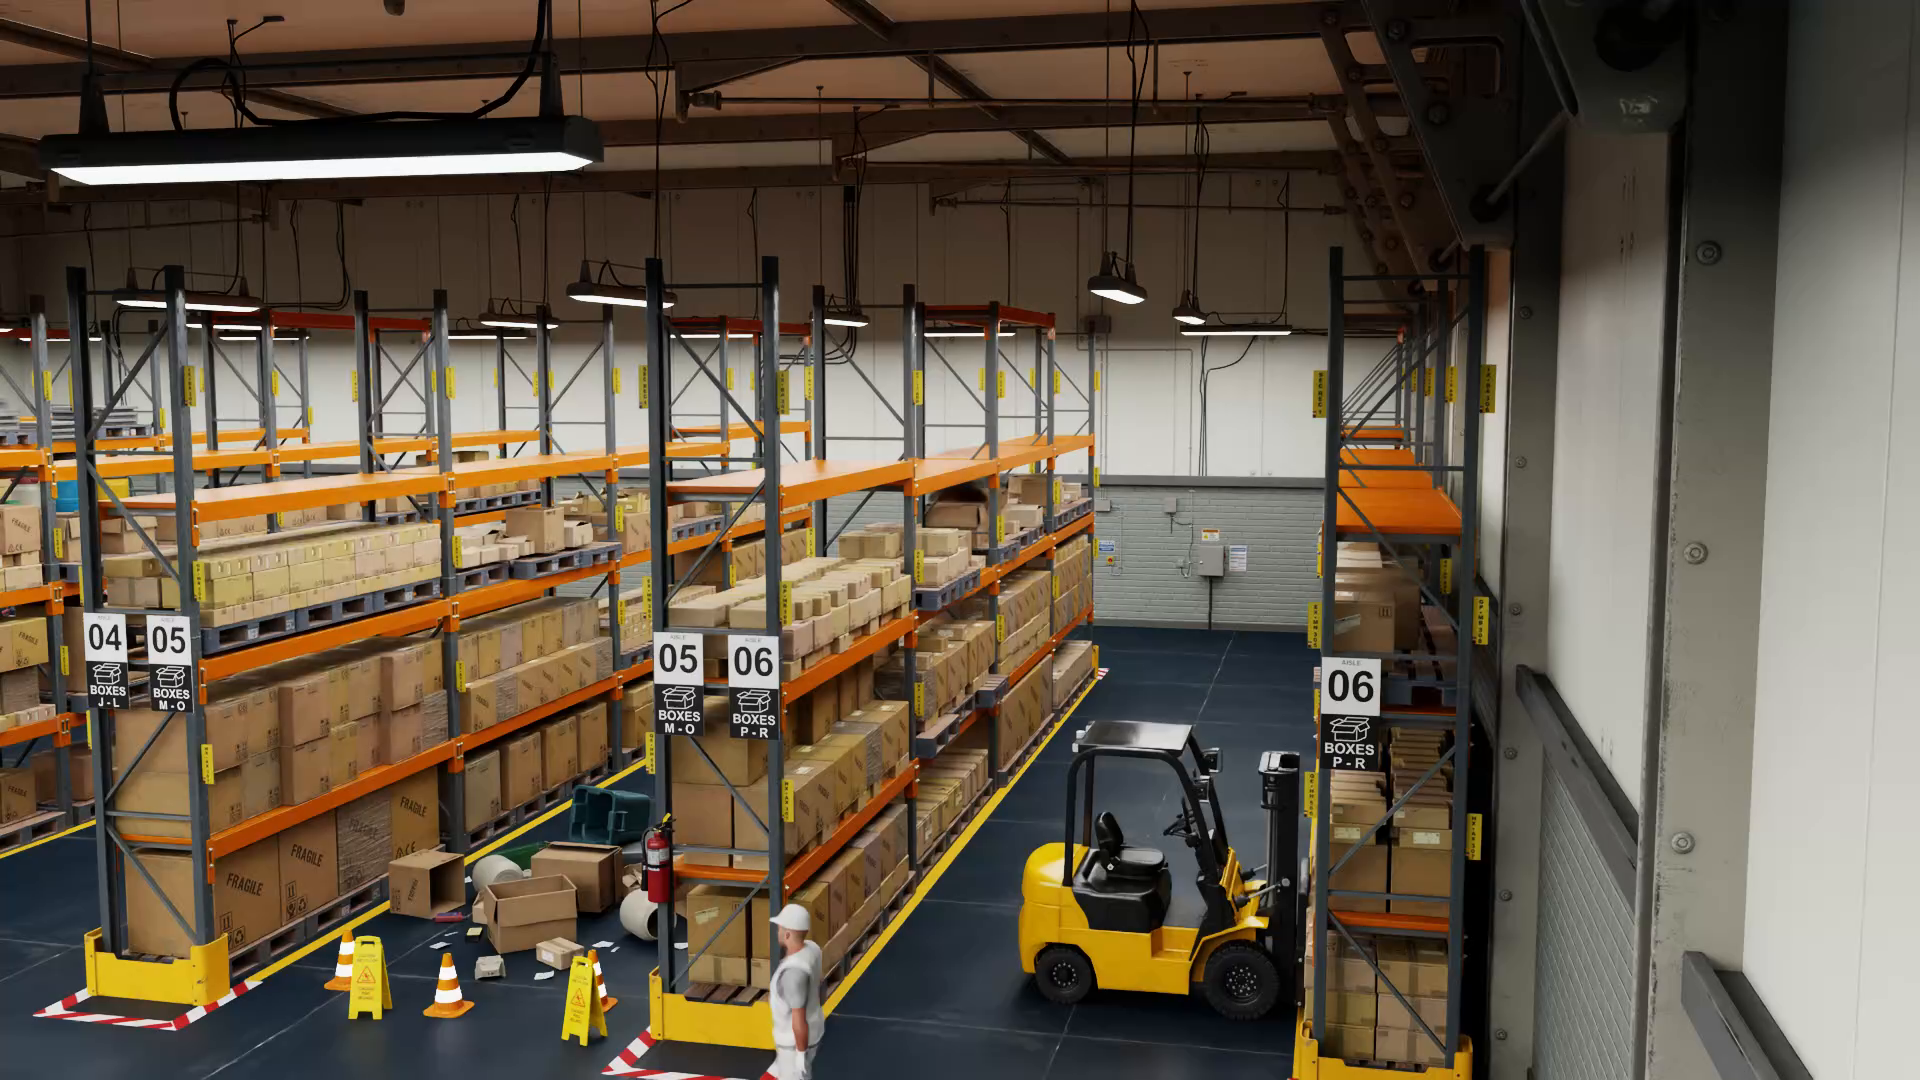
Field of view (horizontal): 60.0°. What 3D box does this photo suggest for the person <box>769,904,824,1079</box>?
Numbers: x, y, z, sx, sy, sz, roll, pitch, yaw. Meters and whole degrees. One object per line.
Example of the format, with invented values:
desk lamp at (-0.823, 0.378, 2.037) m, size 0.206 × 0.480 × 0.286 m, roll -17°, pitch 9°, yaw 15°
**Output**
person at (-1.006, 3.189, 10.579) m, size 0.452 × 1.790 × 0.591 m, roll 1°, pitch 6°, yaw 6°
